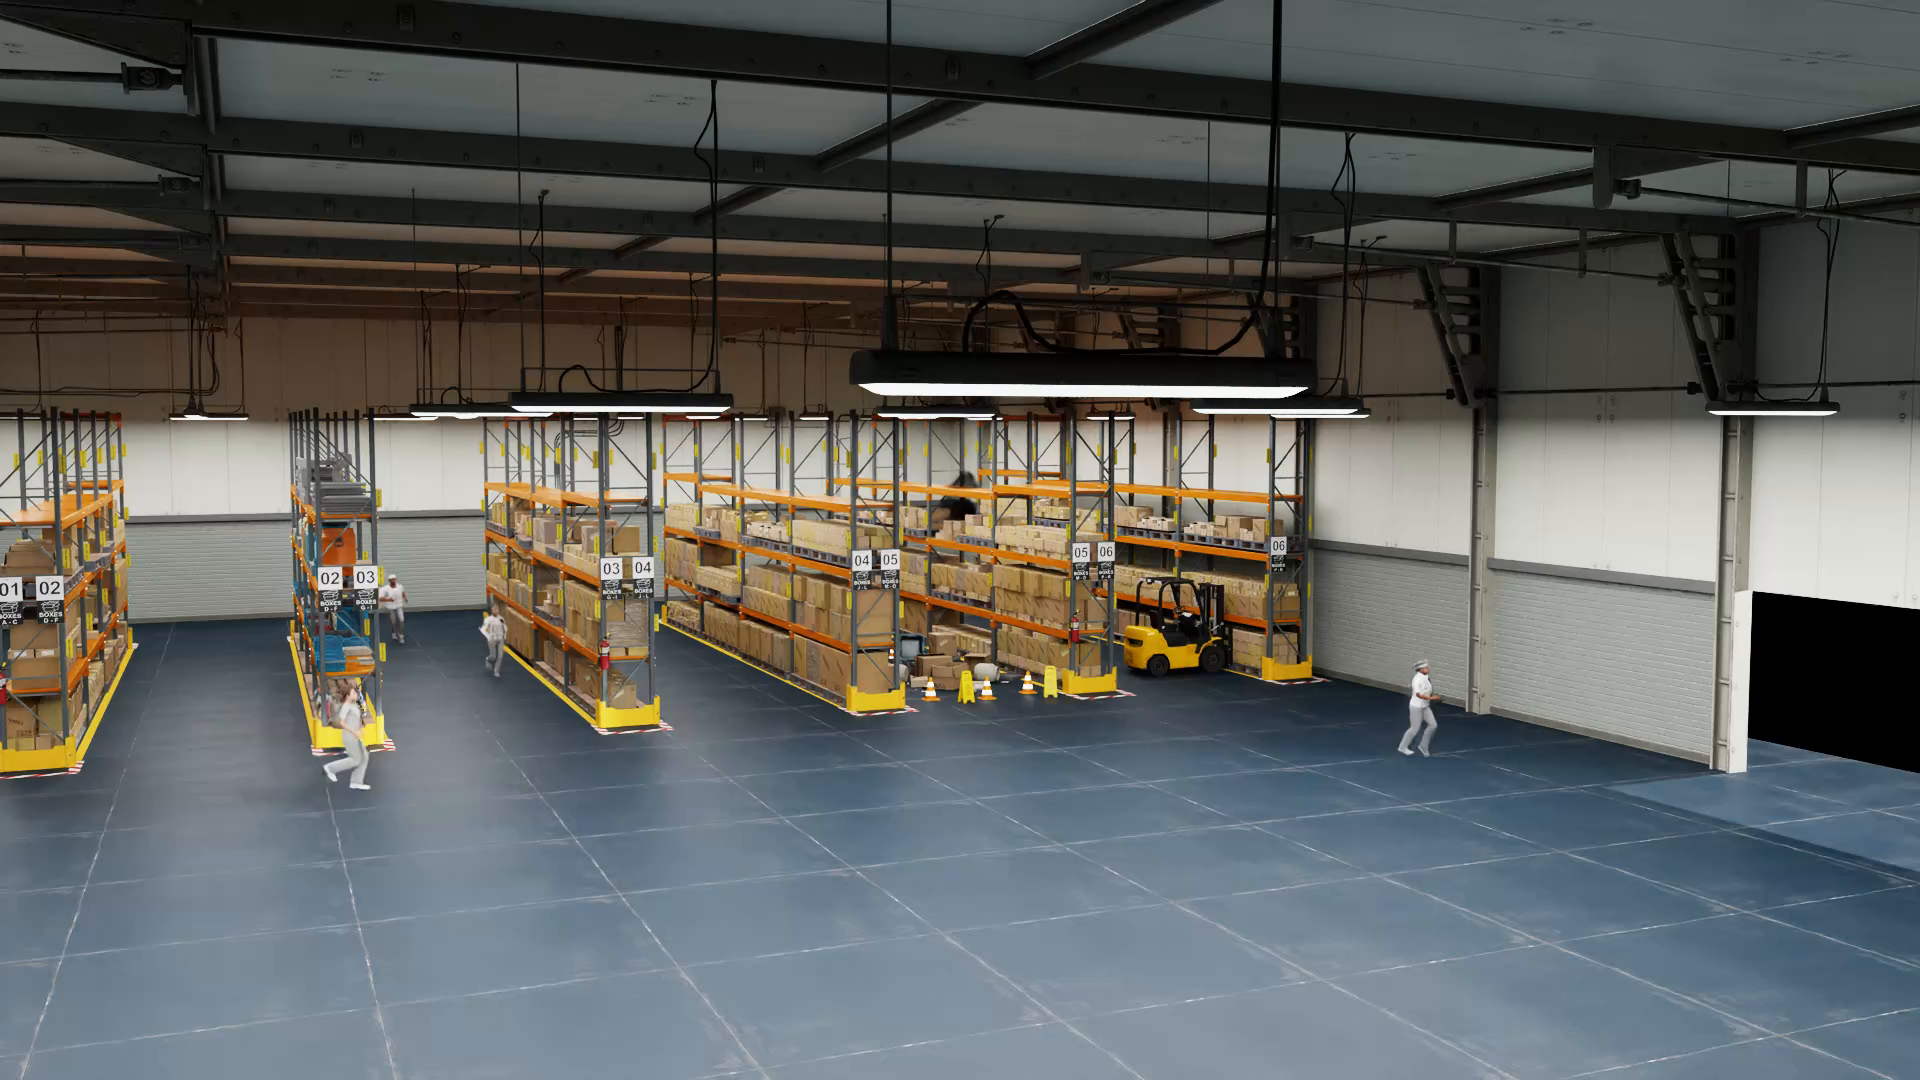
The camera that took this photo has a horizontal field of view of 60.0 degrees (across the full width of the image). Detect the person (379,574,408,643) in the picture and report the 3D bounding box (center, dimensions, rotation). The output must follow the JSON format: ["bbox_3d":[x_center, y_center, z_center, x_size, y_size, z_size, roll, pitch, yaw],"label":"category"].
[{"bbox_3d":[-14.826,1.809,43.498,0.732,1.841,0.687,-3,5,-36],"label":"person"}]

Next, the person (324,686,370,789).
[{"bbox_3d":[-9.592,3.097,26.018,0.672,1.636,0.550,-1,4,-8],"label":"person"}]

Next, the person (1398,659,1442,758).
[{"bbox_3d":[7.896,2.902,28.498,0.728,1.754,0.551,3,5,33],"label":"person"}]

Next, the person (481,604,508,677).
[{"bbox_3d":[-10.525,2.260,37.670,0.615,1.655,0.642,-3,5,-34],"label":"person"}]
